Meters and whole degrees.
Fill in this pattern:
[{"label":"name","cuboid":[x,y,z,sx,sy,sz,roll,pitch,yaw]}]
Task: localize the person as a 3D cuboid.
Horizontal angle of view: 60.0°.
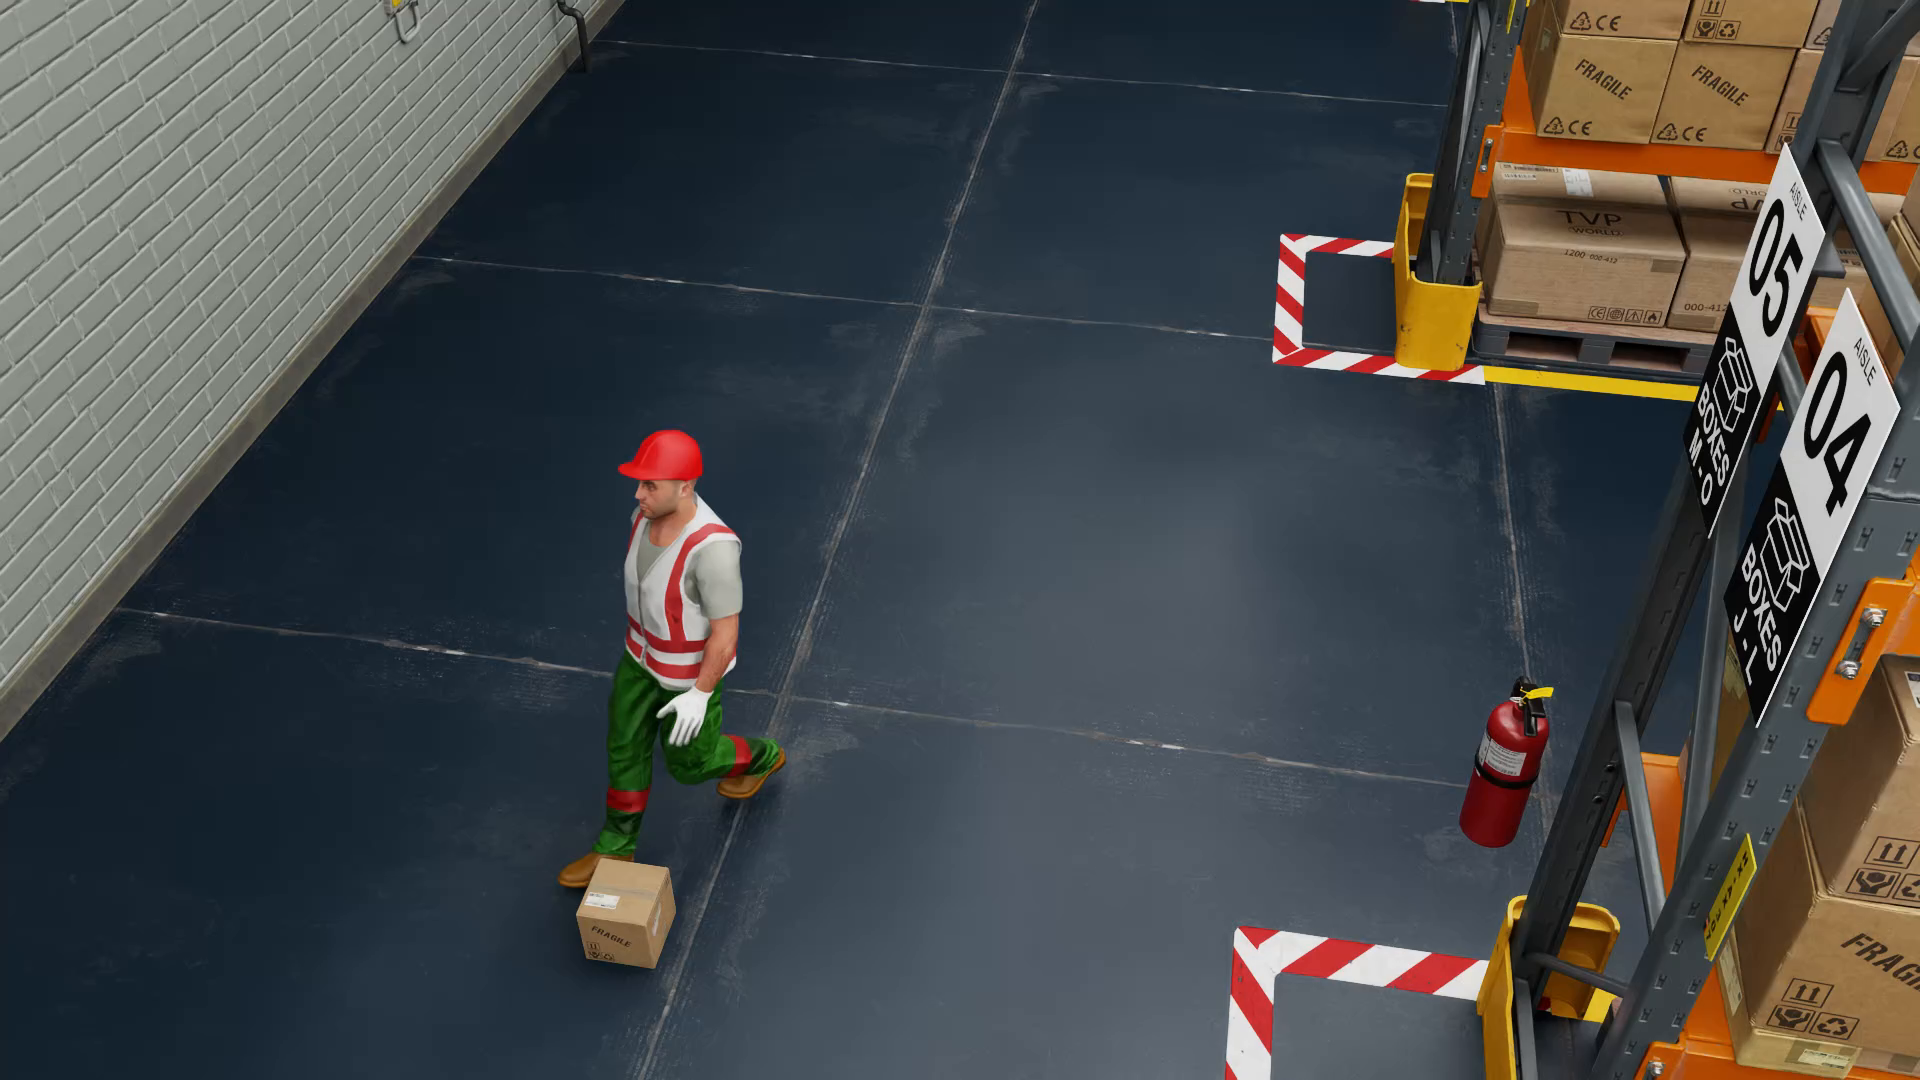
[{"label":"person","cuboid":[-1.053,0.449,5.654,0.603,1.725,0.945,33,50,33]}]
